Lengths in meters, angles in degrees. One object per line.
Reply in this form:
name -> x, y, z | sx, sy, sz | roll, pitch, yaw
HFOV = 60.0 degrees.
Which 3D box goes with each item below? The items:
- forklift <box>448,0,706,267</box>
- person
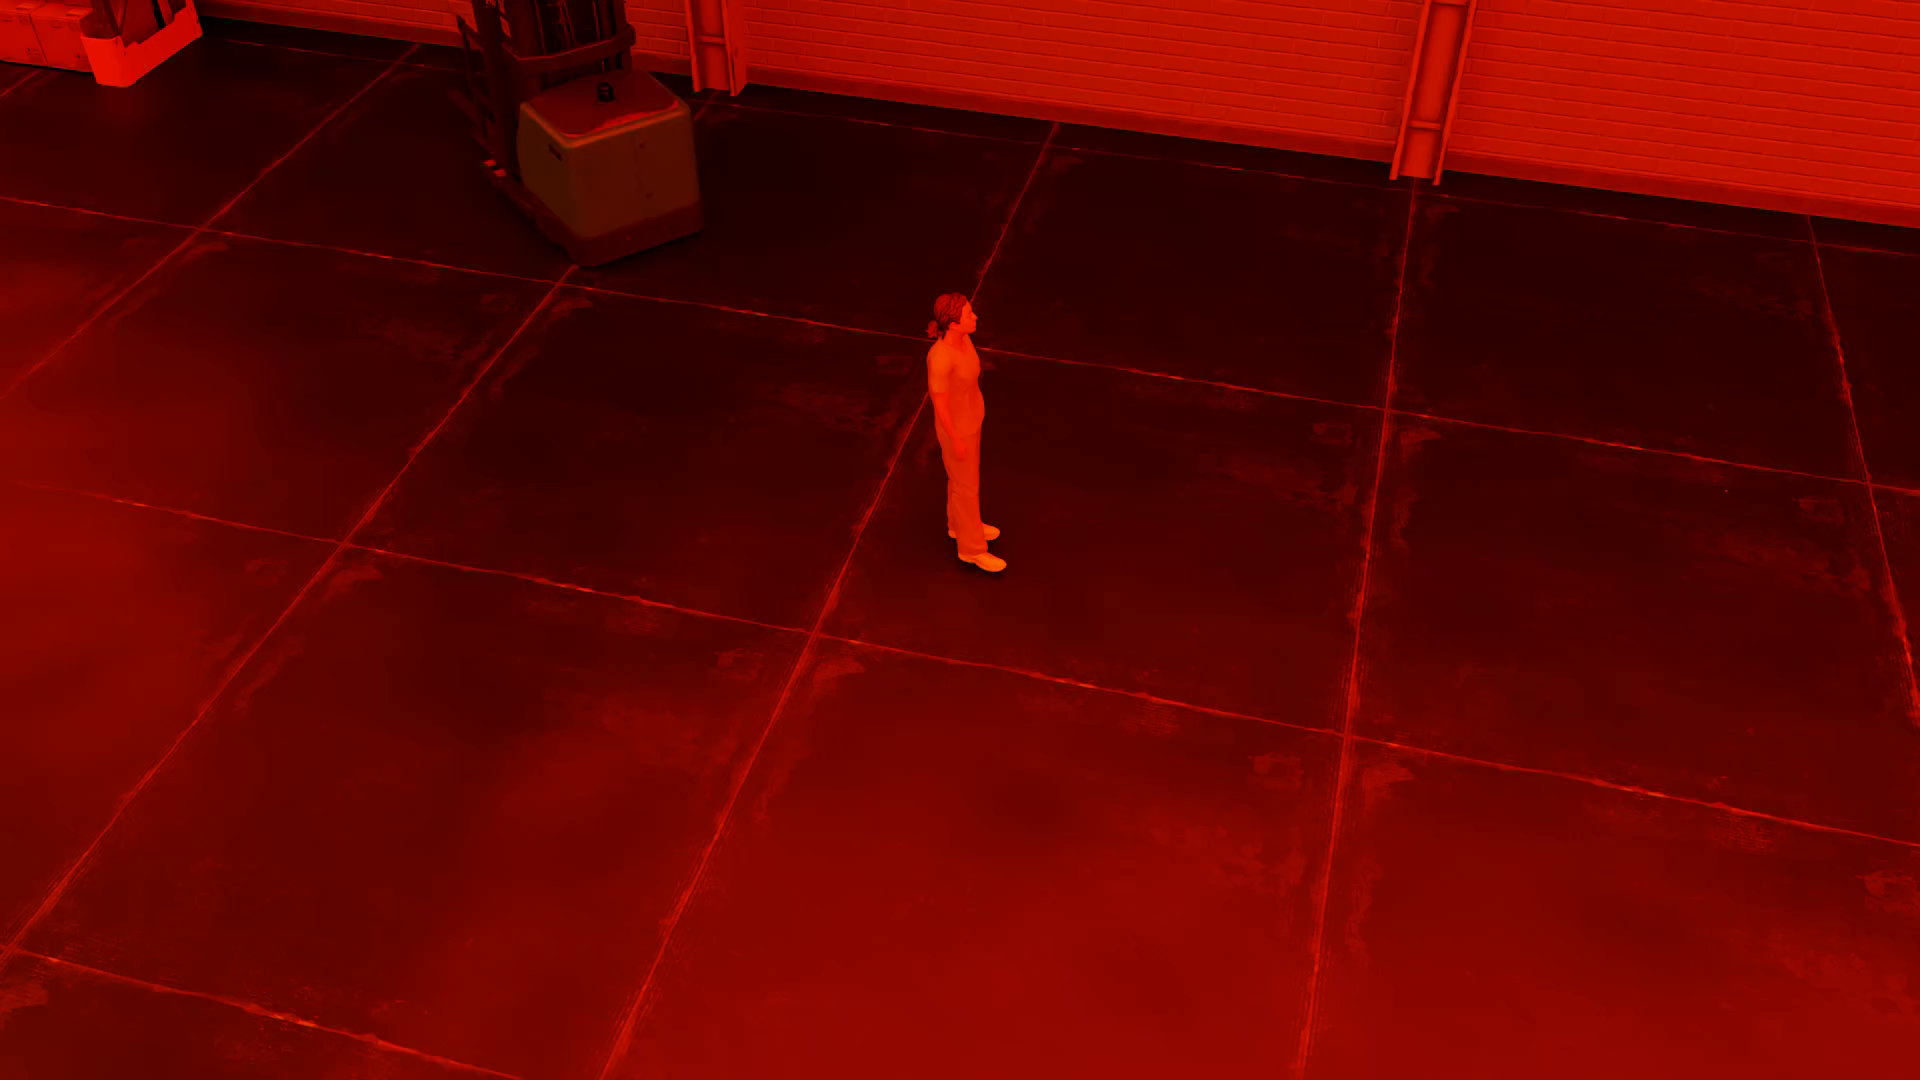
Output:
forklift -> -3.198, -4.052, 12.483 | 1.130, 2.935, 3.031 | -25, 47, -26
person -> 0.067, -0.641, 9.480 | 0.549, 1.666, 0.549 | 10, 42, 11
